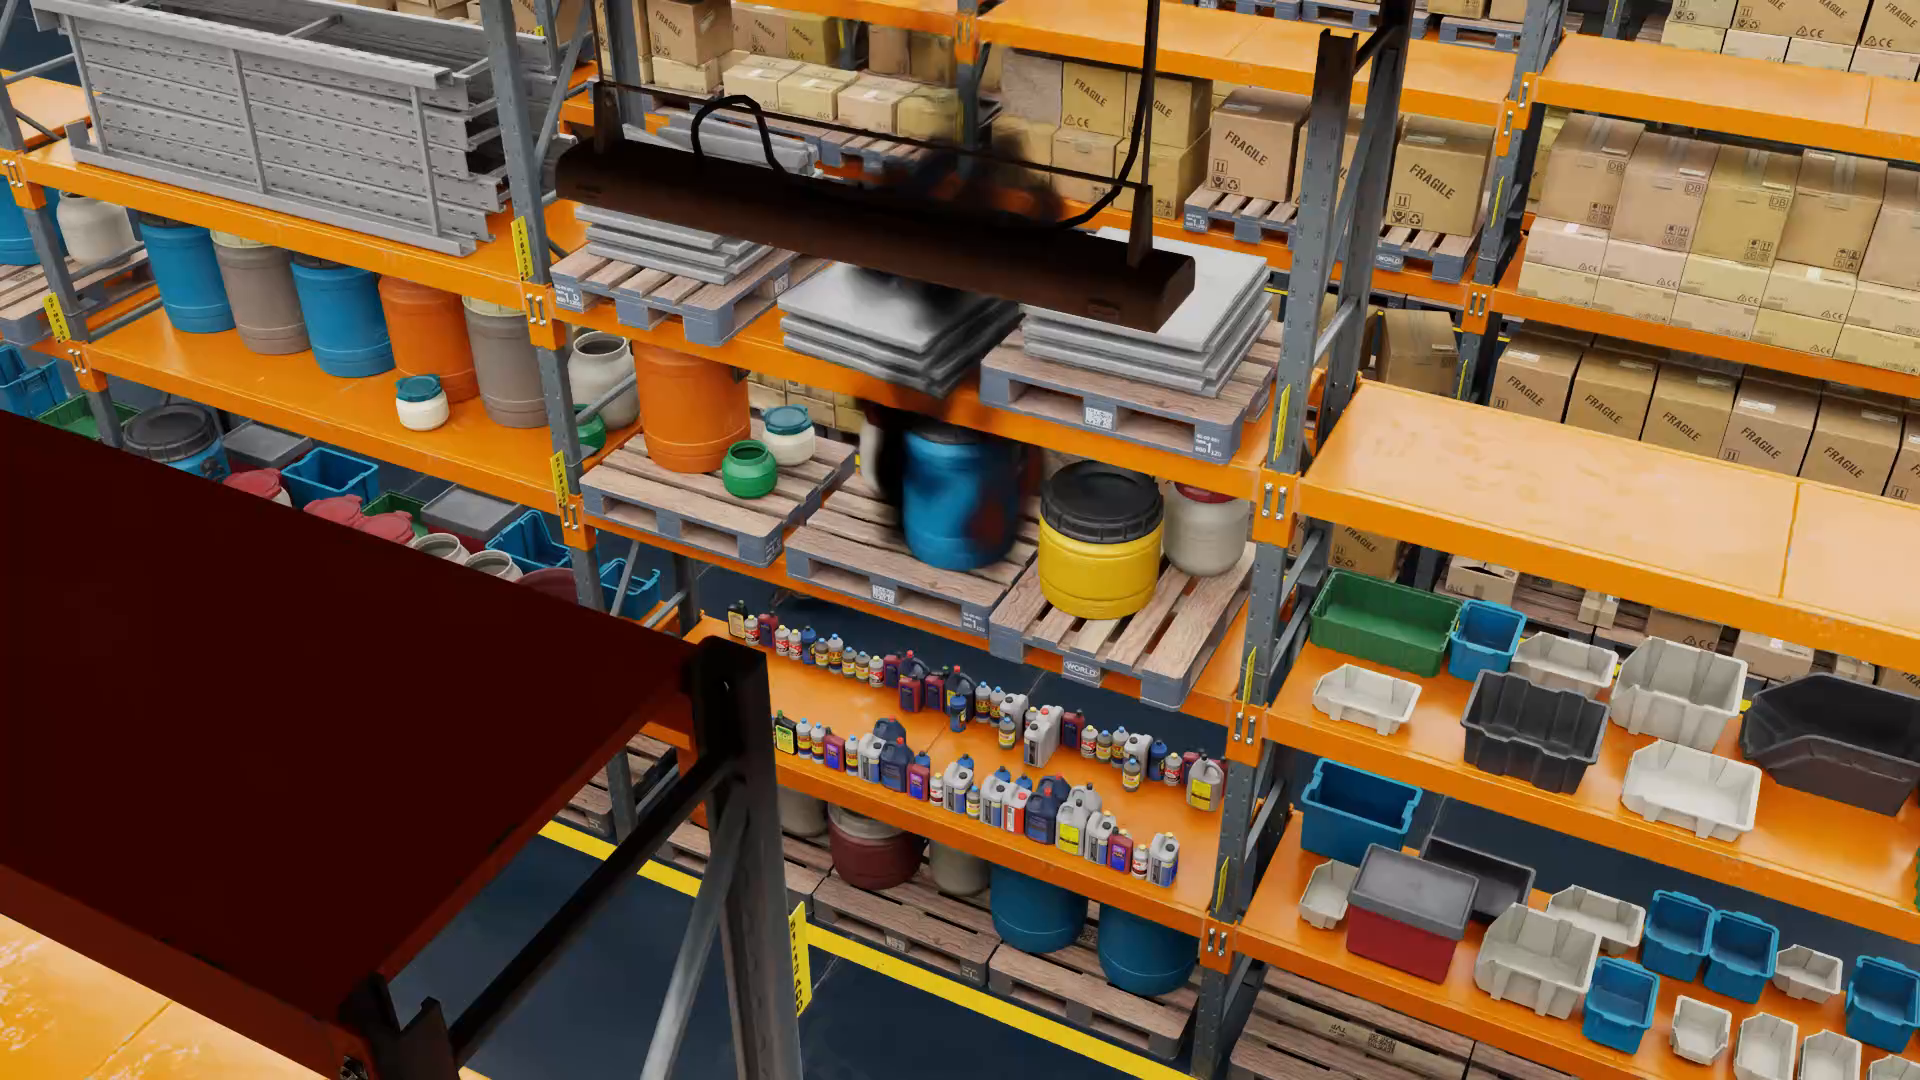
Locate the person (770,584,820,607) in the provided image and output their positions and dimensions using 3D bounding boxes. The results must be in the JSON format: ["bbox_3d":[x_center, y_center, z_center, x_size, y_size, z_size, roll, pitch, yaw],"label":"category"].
[{"bbox_3d":[-1.367,-0.198,12.737,0.667,1.685,0.558,10,36,14],"label":"person"}]
